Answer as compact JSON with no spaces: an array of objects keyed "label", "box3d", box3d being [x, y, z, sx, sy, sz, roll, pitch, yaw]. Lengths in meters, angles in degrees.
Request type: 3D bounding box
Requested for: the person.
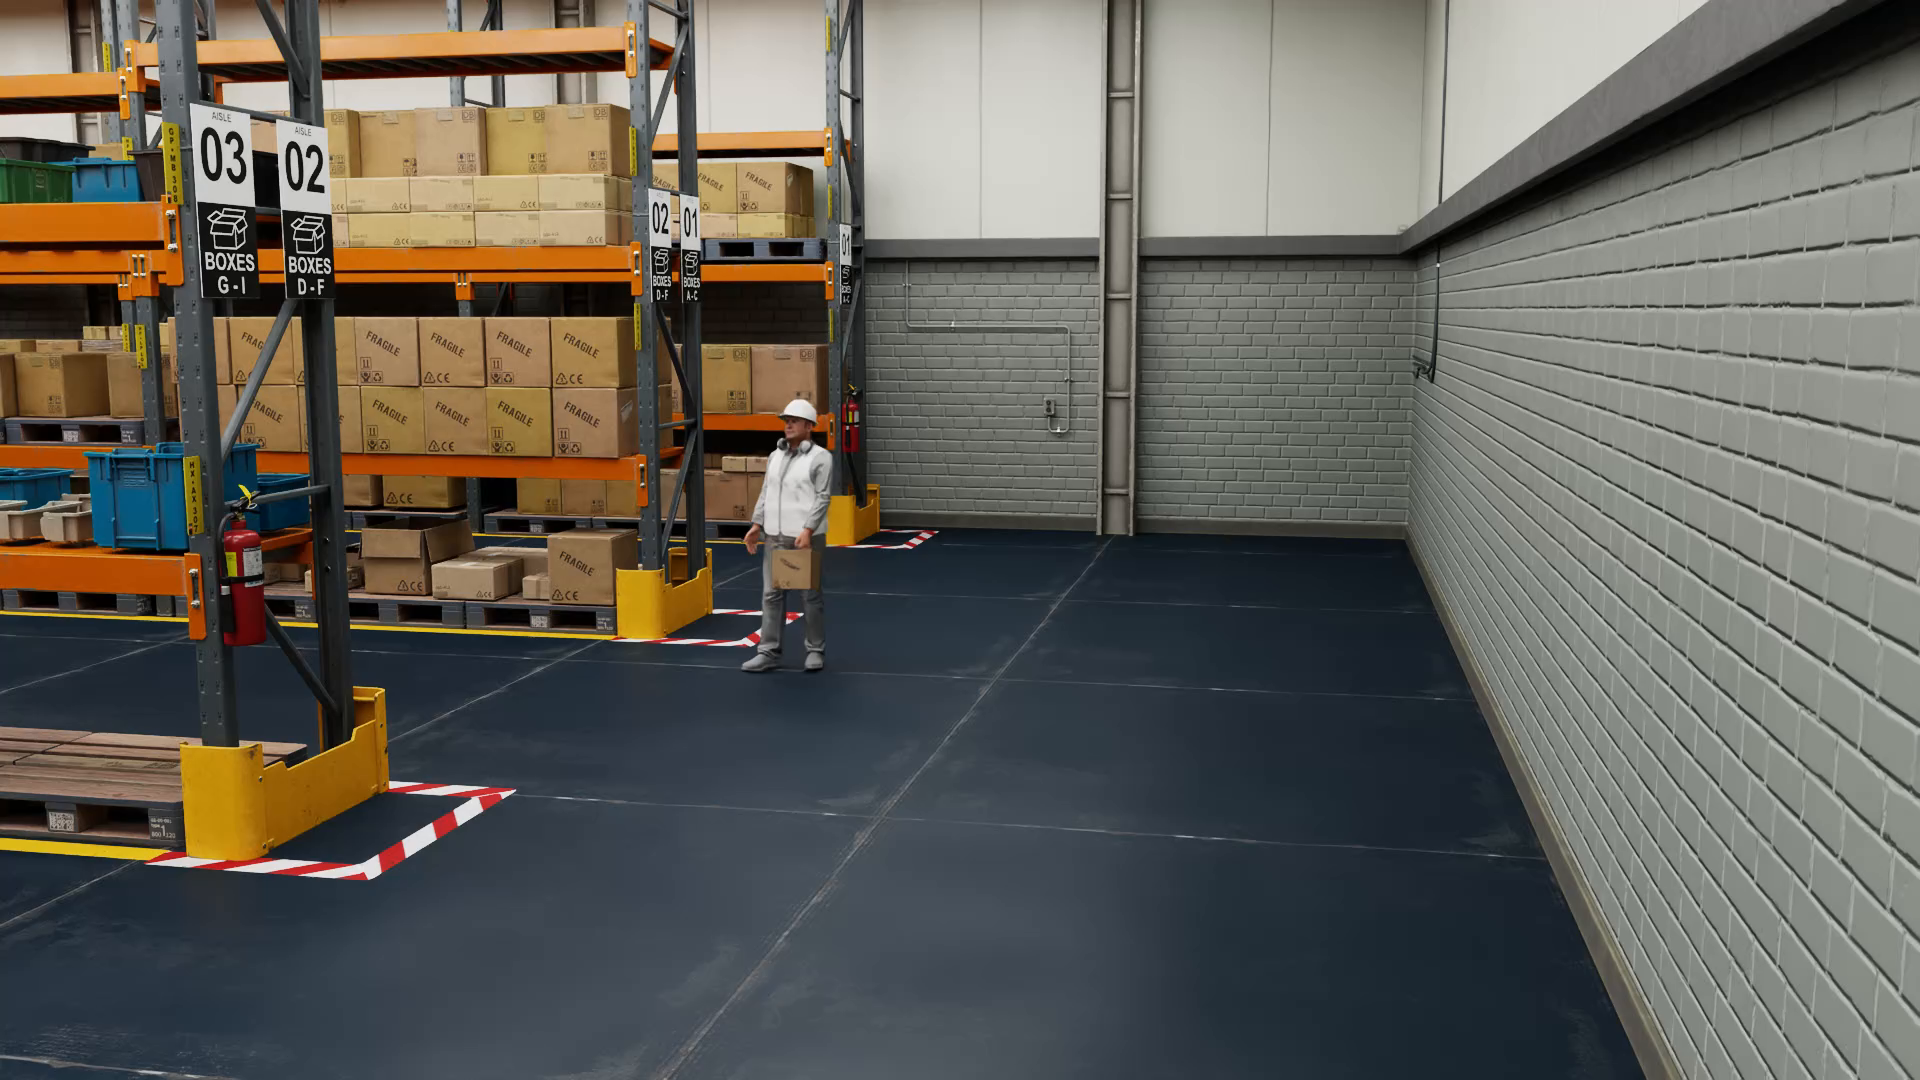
[{"label":"person","box3d":[-1.126,-0.025,10.884,0.523,1.777,0.545,4,9,29]}]
